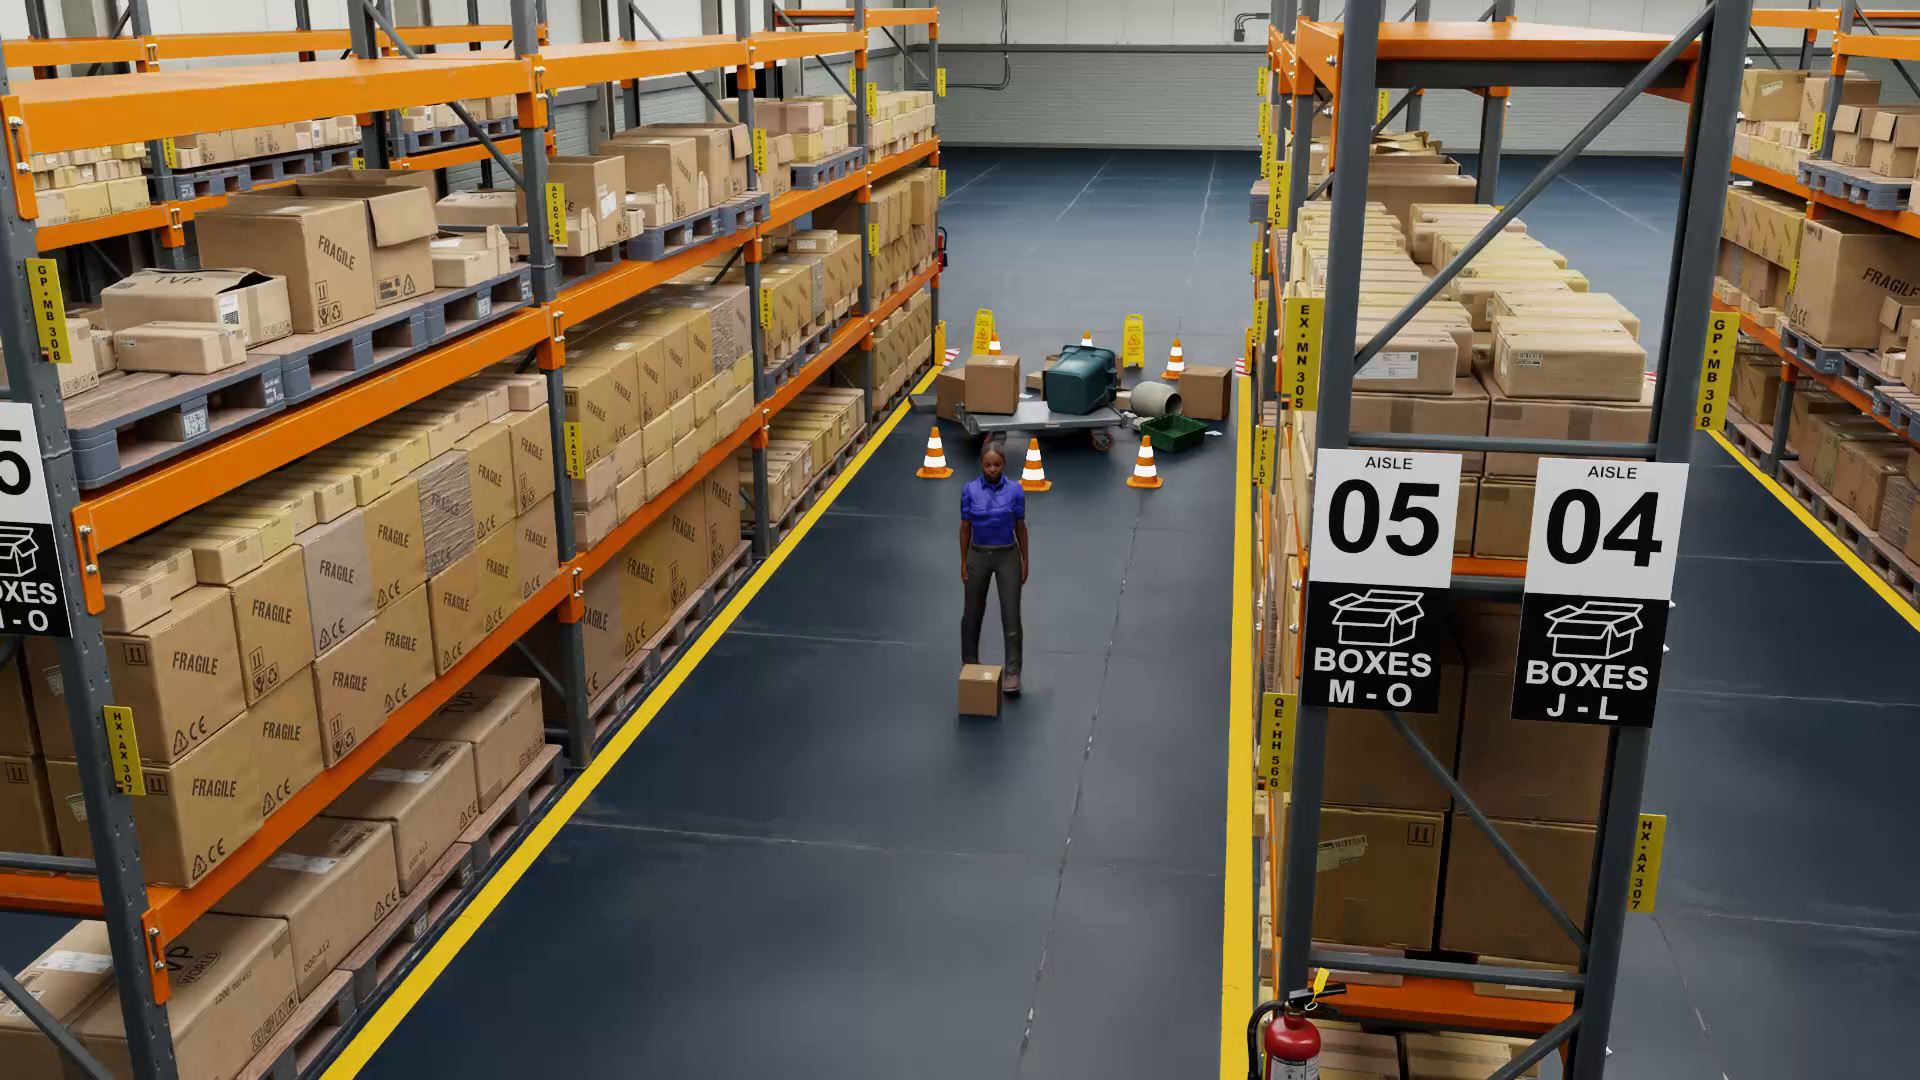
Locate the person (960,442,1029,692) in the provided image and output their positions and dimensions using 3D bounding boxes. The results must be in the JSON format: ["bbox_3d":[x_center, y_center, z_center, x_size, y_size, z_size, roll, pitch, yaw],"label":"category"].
[{"bbox_3d":[0.228,0.177,11.024,0.460,1.669,0.552,0,18,0],"label":"person"}]
